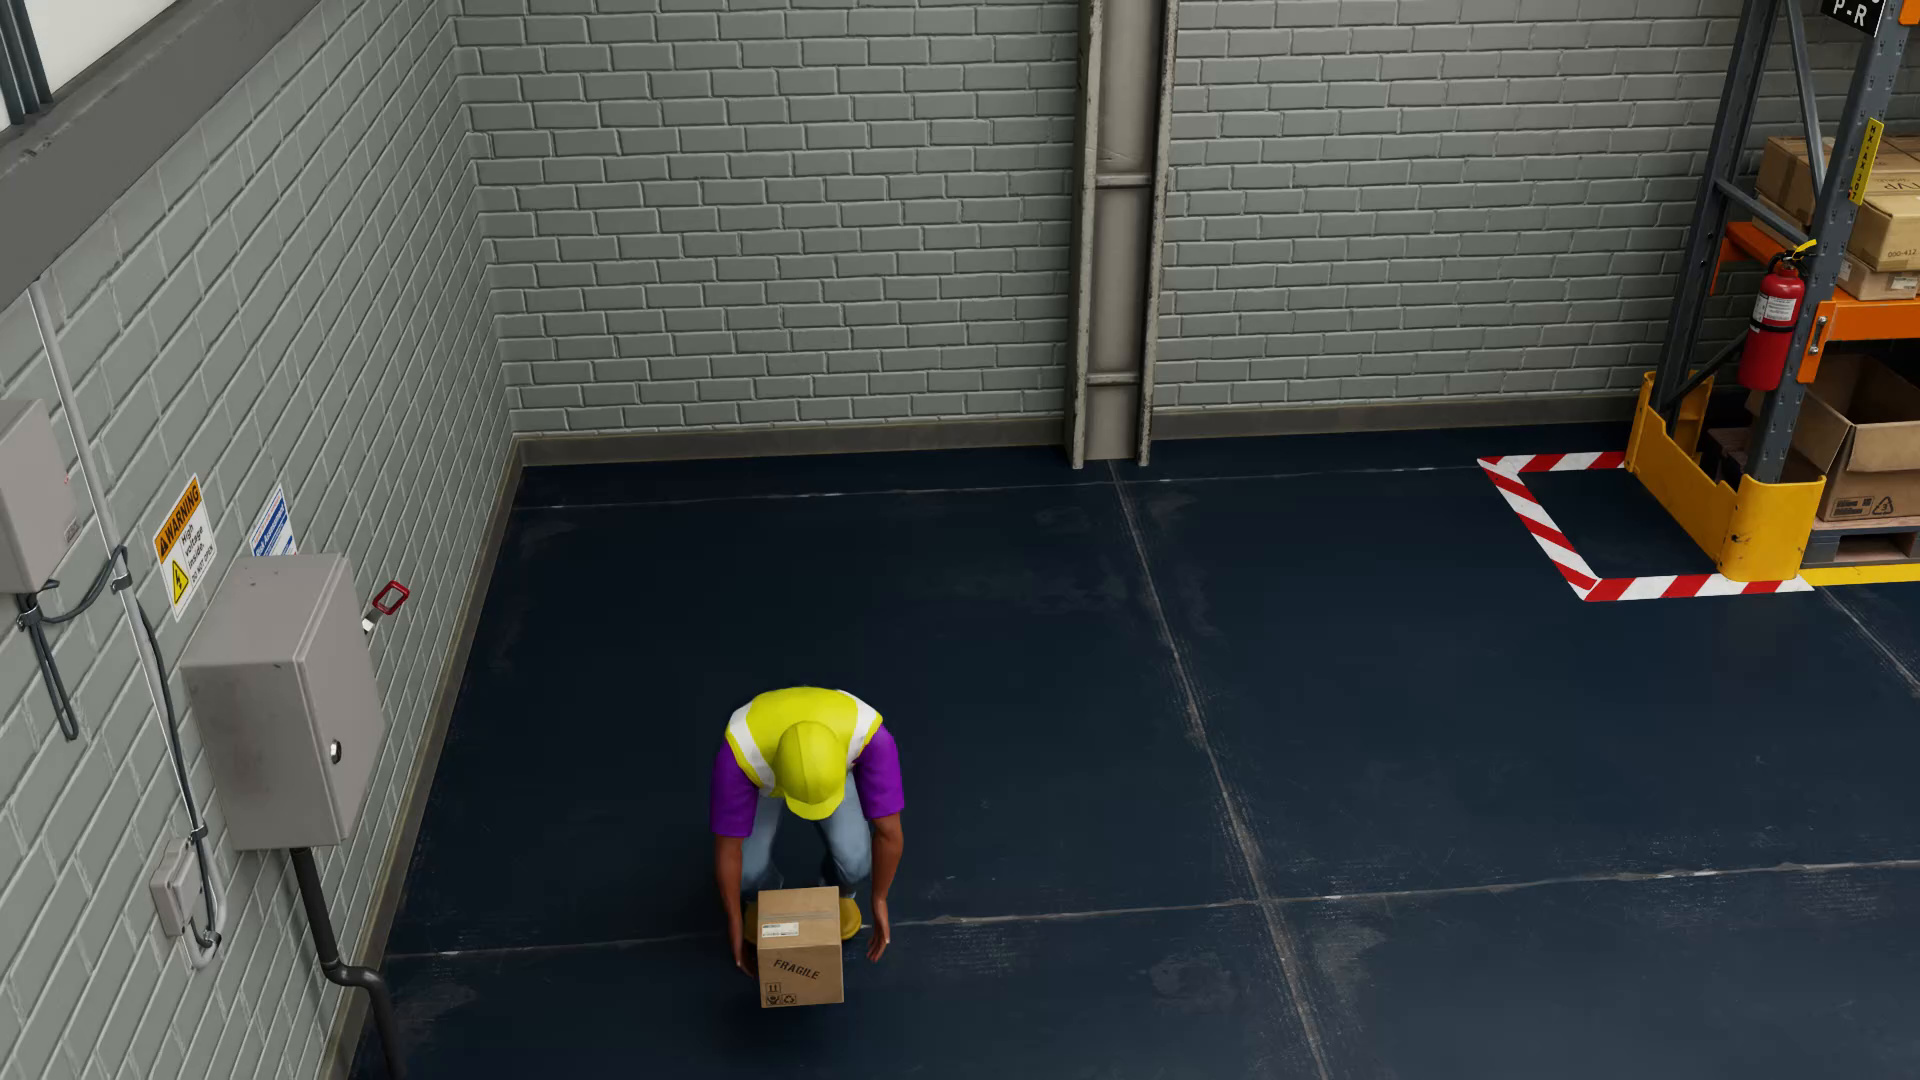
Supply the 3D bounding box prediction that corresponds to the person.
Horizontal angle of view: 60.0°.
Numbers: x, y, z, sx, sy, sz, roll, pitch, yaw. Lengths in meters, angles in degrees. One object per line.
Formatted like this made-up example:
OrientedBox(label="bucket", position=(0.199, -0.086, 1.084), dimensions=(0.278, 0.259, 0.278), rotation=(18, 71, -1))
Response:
OrientedBox(label="person", position=(-0.484, 0.856, 5.324), dimensions=(0.603, 1.109, 0.860), rotation=(-3, 31, -5))
